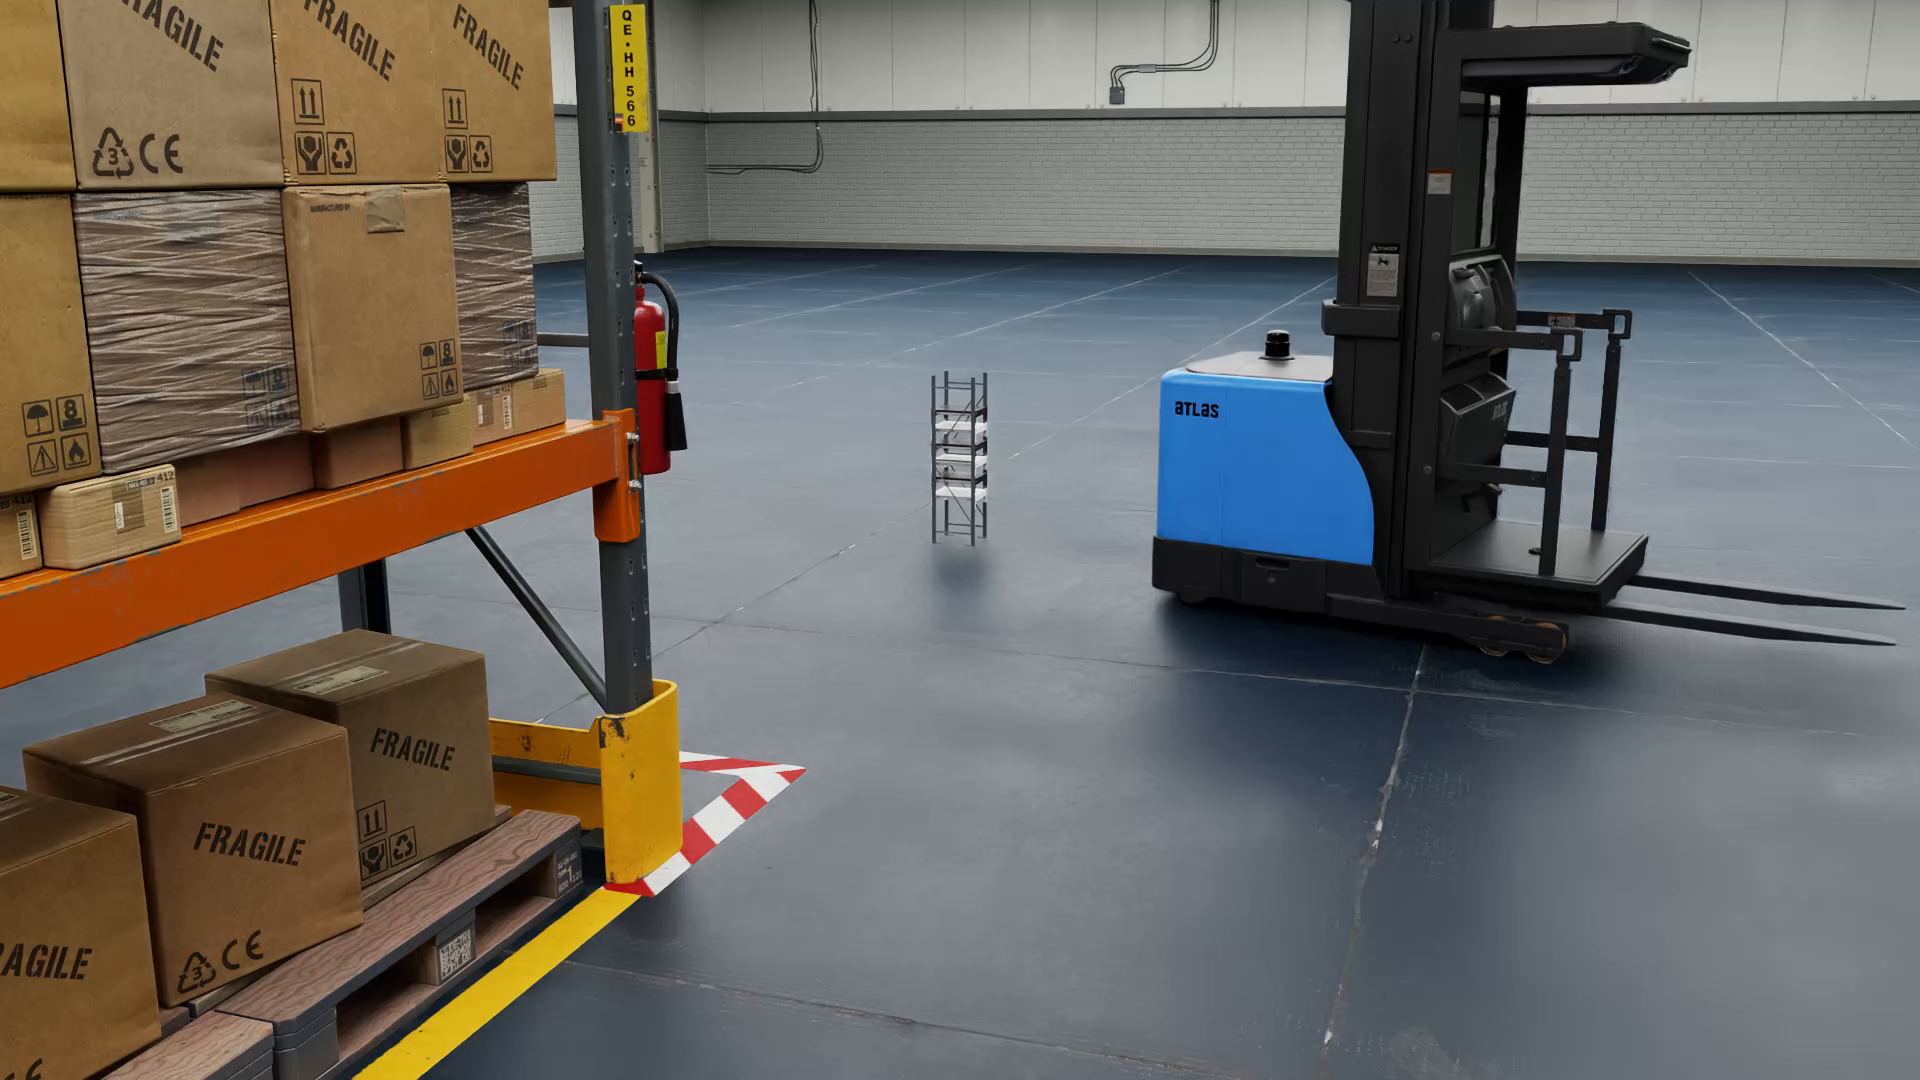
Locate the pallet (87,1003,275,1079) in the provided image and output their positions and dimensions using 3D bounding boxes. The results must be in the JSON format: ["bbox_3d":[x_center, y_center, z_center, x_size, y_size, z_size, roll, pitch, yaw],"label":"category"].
[{"bbox_3d":[-2.113,1.223,3.155,1.003,0.211,1.213,4,14,18],"label":"pallet"}]

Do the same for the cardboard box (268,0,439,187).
[{"bbox_3d":[-1.496,-1.019,3.571,0.500,0.500,0.500,4,14,18],"label":"cardboard box"}]

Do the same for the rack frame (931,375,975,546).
[{"bbox_3d":[-0.036,-0.416,8.787,0.240,0.900,0.006,4,14,18],"label":"rack frame"}]

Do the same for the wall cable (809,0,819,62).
[{"bbox_3d":[-2.078,-12.085,37.343,3.097,2.526,0.112,4,14,18],"label":"wall cable"}]

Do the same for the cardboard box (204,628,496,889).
[{"bbox_3d":[-1.614,0.567,4.435,0.500,0.500,0.500,7,15,29],"label":"cardboard box"}]

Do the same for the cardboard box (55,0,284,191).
[{"bbox_3d":[-1.660,-0.914,3.110,0.500,0.500,0.500,4,14,18],"label":"cardboard box"}]

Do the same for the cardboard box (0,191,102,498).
[{"bbox_3d":[-2.023,-0.336,2.827,0.875,0.500,0.500,4,14,18],"label":"cardboard box"}]

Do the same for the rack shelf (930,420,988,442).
[{"bbox_3d":[-0.003,-0.580,8.848,0.258,0.077,0.200,4,14,18],"label":"rack shelf"}]

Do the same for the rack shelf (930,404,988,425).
[{"bbox_3d":[-0.003,-0.668,8.828,0.258,0.077,0.200,4,14,18],"label":"rack shelf"}]

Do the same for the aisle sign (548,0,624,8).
[{"bbox_3d":[-1.092,-1.836,4.448,0.394,0.787,0.004,4,14,18],"label":"aisle sign"}]

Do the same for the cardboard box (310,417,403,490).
[{"bbox_3d":[-1.502,-0.219,3.772,0.380,0.149,0.250,4,14,18],"label":"cardboard box"}]

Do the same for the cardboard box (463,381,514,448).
[{"bbox_3d":[-1.374,-0.327,4.244,0.380,0.149,0.250,4,14,18],"label":"cardboard box"}]

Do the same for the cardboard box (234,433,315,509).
[{"bbox_3d":[-1.622,-0.169,3.554,0.380,0.149,0.250,4,14,18],"label":"cardboard box"}]

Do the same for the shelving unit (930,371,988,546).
[{"bbox_3d":[-0.003,-0.437,8.880,0.258,0.900,0.210,4,14,18],"label":"shelving unit"}]

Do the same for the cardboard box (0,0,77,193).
[{"bbox_3d":[-1.830,-0.809,2.652,0.500,0.500,0.500,4,14,18],"label":"cardboard box"}]

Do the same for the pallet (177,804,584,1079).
[{"bbox_3d":[-1.717,0.967,4.277,1.003,0.211,1.213,4,14,18],"label":"pallet"}]

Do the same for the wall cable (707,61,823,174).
[{"bbox_3d":[-4.638,-9.818,38.758,3.097,2.526,0.112,4,14,18],"label":"wall cable"}]

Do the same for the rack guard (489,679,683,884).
[{"bbox_3d":[-1.420,0.658,4.983,1.175,0.500,0.348,4,14,18],"label":"rack guard"}]

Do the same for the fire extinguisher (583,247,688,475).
[{"bbox_3d":[-0.923,-0.530,4.743,0.296,0.674,0.183,4,14,18],"label":"fire extinguisher"}]

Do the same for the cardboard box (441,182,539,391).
[{"bbox_3d":[-1.600,-0.657,4.232,0.875,0.500,0.500,4,14,18],"label":"cardboard box"}]

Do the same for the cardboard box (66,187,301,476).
[{"bbox_3d":[-1.851,-0.441,3.285,0.875,0.500,0.500,4,14,18],"label":"cardboard box"}]

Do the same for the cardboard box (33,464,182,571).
[{"bbox_3d":[-1.679,-0.056,3.058,0.380,0.149,0.250,4,14,18],"label":"cardboard box"}]

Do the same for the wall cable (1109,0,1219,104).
[{"bbox_3d":[4.340,-12.303,35.025,2.305,6.003,0.169,4,14,18],"label":"wall cable"}]

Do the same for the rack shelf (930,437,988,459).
[{"bbox_3d":[-0.003,-0.492,8.868,0.258,0.077,0.200,4,14,18],"label":"rack shelf"}]

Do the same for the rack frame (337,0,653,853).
[{"bbox_3d":[-1.396,-0.577,4.775,1.000,3.000,0.127,4,14,18],"label":"rack frame"}]

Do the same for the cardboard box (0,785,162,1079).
[{"bbox_3d":[-1.995,0.826,3.302,0.500,0.500,0.500,6,14,24],"label":"cardboard box"}]

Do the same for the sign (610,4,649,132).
[{"bbox_3d":[-0.877,-1.251,4.417,0.100,0.325,0.005,4,14,18],"label":"sign"}]

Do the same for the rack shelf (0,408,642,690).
[{"bbox_3d":[-2.043,0.195,3.010,1.077,0.370,4.000,4,14,18],"label":"rack shelf"}]

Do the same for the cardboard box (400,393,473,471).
[{"bbox_3d":[-1.406,-0.271,3.997,0.380,0.149,0.250,4,14,18],"label":"cardboard box"}]

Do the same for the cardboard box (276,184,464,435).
[{"bbox_3d":[-1.648,-0.543,3.733,0.875,0.500,0.500,4,14,18],"label":"cardboard box"}]

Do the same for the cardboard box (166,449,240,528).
[{"bbox_3d":[-1.682,-0.115,3.316,0.380,0.149,0.250,4,14,18],"label":"cardboard box"}]

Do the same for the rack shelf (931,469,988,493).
[{"bbox_3d":[-0.003,-0.317,8.908,0.258,0.077,0.200,4,14,18],"label":"rack shelf"}]

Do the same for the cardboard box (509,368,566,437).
[{"bbox_3d":[-1.293,-0.380,4.475,0.380,0.149,0.250,4,14,18],"label":"cardboard box"}]

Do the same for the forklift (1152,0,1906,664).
[{"bbox_3d":[2.415,-1.060,7.044,3.031,2.935,1.130,8,15,31],"label":"forklift"}]

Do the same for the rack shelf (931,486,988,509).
[{"bbox_3d":[-0.003,-0.229,8.928,0.258,0.077,0.200,4,14,18],"label":"rack shelf"}]

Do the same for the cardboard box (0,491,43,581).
[{"bbox_3d":[-1.825,-0.009,2.849,0.380,0.149,0.250,4,14,18],"label":"cardboard box"}]

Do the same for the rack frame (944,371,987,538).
[{"bbox_3d":[0.030,-0.458,8.974,0.240,0.900,0.006,4,14,18],"label":"rack frame"}]

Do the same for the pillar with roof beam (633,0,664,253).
[{"bbox_3d":[-2.769,-10.497,34.754,9.100,9.000,0.400,4,14,18],"label":"pillar with roof beam"}]

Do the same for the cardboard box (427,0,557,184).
[{"bbox_3d":[-1.340,-1.125,4.034,0.500,0.500,0.500,4,14,18],"label":"cardboard box"}]

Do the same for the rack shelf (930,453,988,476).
[{"bbox_3d":[-0.003,-0.405,8.888,0.258,0.077,0.200,4,14,18],"label":"rack shelf"}]

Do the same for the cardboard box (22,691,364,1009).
[{"bbox_3d":[-1.775,0.696,3.873,0.500,0.500,0.500,9,15,33],"label":"cardboard box"}]
